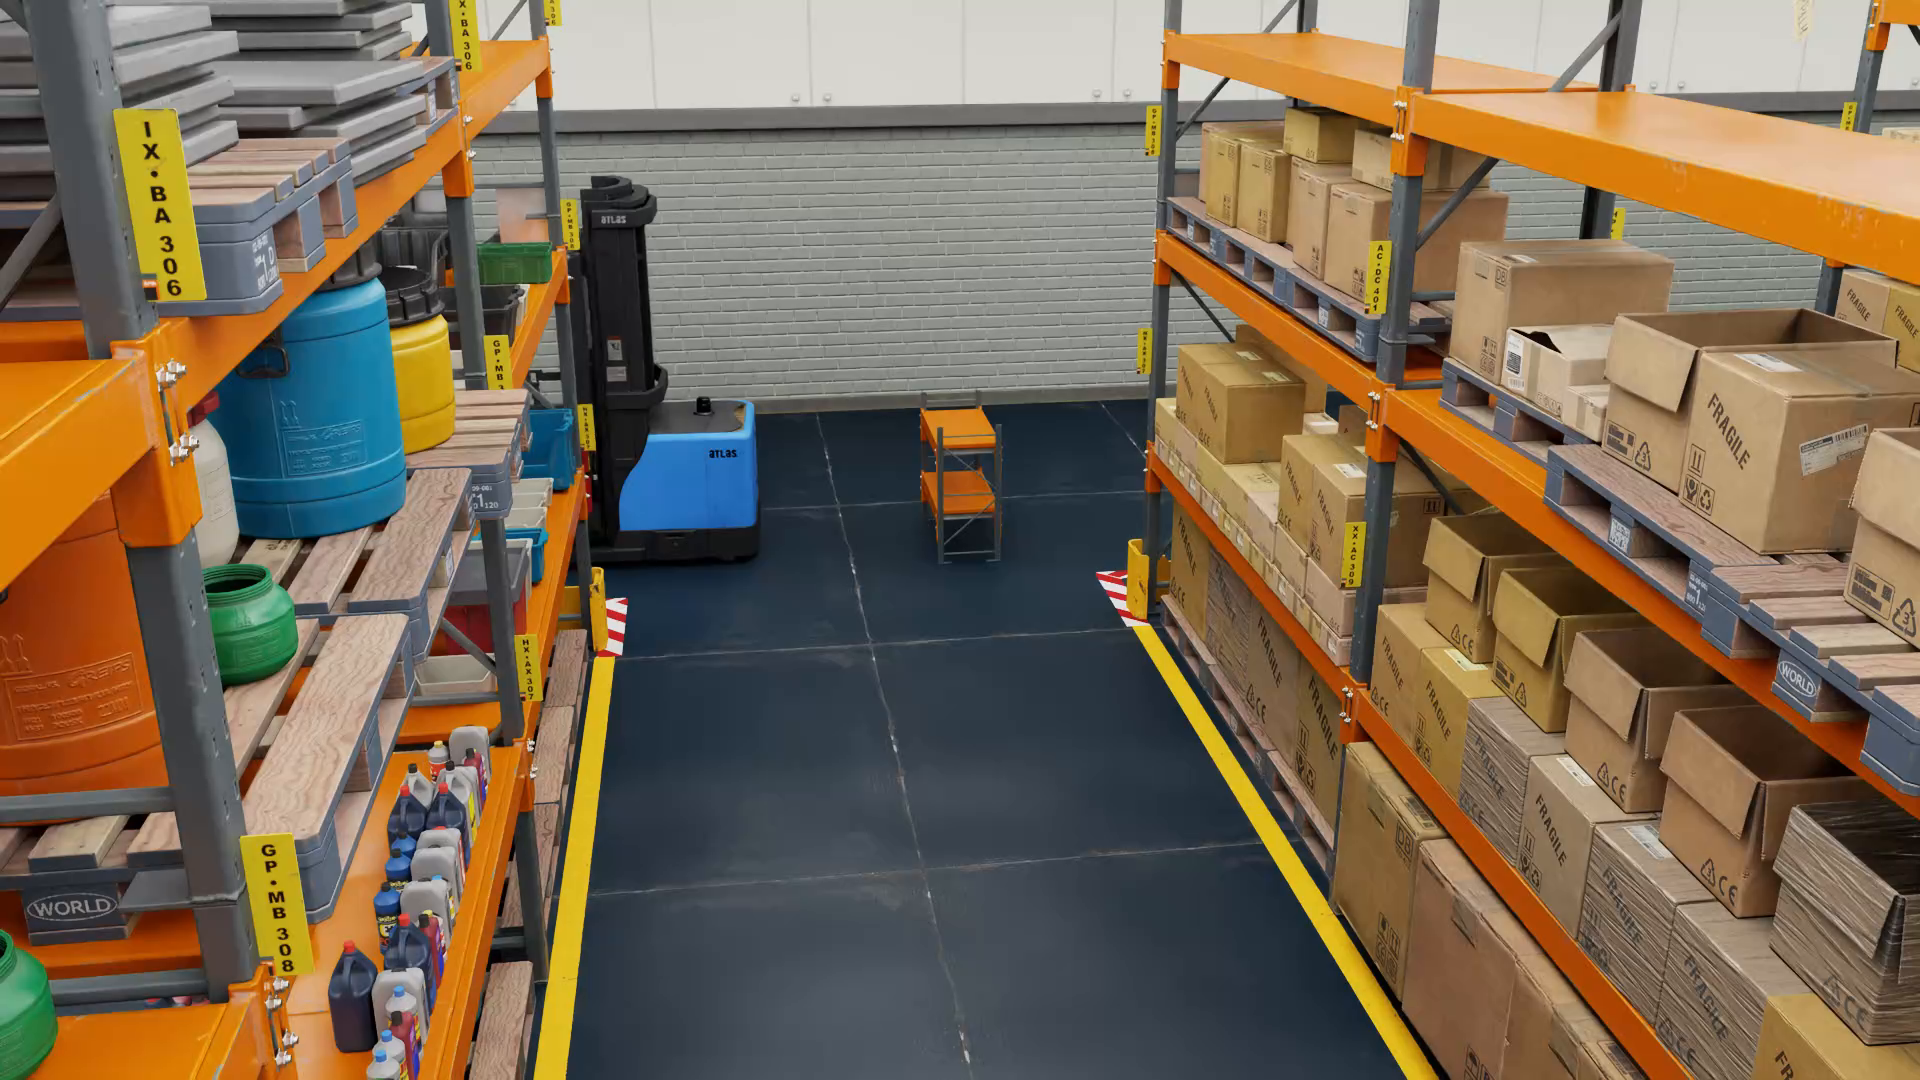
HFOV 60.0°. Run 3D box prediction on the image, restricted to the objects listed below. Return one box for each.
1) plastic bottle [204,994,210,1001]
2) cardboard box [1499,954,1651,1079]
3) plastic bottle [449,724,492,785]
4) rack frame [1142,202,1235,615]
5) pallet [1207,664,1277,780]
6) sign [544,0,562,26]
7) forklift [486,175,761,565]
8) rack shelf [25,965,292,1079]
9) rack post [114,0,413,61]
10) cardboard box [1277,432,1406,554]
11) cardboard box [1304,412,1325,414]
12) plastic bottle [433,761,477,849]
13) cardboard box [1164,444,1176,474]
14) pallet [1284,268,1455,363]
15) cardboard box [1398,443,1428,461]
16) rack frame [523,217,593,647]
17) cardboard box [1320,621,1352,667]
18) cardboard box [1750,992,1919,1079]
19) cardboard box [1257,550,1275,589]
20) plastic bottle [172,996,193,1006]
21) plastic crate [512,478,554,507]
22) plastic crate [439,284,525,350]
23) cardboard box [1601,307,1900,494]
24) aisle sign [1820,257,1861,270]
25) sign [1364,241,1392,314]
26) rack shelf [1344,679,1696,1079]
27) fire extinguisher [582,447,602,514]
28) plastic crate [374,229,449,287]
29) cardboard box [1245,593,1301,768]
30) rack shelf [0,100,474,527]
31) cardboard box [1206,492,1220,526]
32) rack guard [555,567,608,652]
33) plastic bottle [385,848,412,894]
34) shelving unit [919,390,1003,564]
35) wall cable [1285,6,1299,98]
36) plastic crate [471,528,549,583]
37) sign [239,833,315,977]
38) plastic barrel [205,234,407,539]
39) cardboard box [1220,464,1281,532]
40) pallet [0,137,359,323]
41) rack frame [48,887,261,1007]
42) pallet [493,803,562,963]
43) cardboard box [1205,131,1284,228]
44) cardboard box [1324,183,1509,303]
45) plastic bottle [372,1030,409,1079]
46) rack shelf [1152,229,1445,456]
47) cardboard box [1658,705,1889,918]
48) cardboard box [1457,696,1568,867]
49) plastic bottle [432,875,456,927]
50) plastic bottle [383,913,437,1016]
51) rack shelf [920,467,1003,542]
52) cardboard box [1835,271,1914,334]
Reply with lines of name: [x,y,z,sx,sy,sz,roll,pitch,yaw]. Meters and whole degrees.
plastic bottle: [-2.582,1.461,5.589,0.144,0.351,0.185,-3,21,-8]
cardboard box: [2.792,2.119,6.192,1.225,0.875,0.875,-3,21,-8]
plastic bottle: [-2.109,0.913,7.163,0.152,0.276,0.135,-3,21,-8]
rack frame: [1.839,-0.900,11.840,1.000,3.000,0.127,-3,21,-8]
pallet: [2.204,1.100,10.469,1.003,0.211,1.213,-3,21,-8]
sign: [-2.521,-3.343,10.267,0.100,0.325,0.005,-3,21,-8]
forklift: [-3.157,-1.320,13.060,3.031,2.935,1.130,-2,21,-5]
rack shelf: [-1.621,1.744,1.502,1.077,0.370,4.000,-3,21,-8]
rack post: [-2.396,-1.747,5.641,0.937,0.300,0.954,-3,21,-9]
cardboard box: [2.016,-0.255,8.830,0.500,0.500,0.500,-3,21,-7]
cardboard box: [2.171,-0.815,11.401,0.500,0.250,0.500,-3,21,-9]
plastic bottle: [-2.030,1.059,6.664,0.144,0.351,0.185,-3,21,-8]
cardboard box: [1.602,-0.554,11.273,0.380,0.149,0.250,-3,21,-9]
pallet: [2.308,-1.163,8.382,1.003,0.211,1.213,-3,21,-8]
cardboard box: [2.536,-0.286,8.911,0.500,0.500,0.500,-3,21,-8]
rack frame: [-3.063,-0.651,11.171,1.000,3.000,0.127,-3,21,-8]
cardboard box: [2.047,0.513,8.414,0.380,0.149,0.250,-3,21,-7]
cardboard box: [2.675,1.664,4.830,0.500,0.500,0.500,-2,21,-6]
cardboard box: [1.898,0.157,9.368,0.380,0.149,0.250,-3,21,-7]
plastic bottle: [-2.540,1.546,5.456,0.061,0.283,0.133,-3,21,-8]
plastic crate: [-2.766,-0.282,10.475,0.396,0.136,0.243,-3,21,-8]
plastic crate: [-2.394,-1.054,8.150,0.497,0.269,0.590,-3,21,-8]
cardboard box: [2.676,-0.487,5.698,0.797,0.503,0.637,-3,21,-8]
aisle sign: [6.454,-2.344,11.988,0.394,0.787,0.004,-3,21,-8]
sign: [1.866,-1.171,7.426,0.100,0.325,0.005,-3,21,-8]
rack shelf: [2.703,1.514,6.404,1.077,0.370,4.000,-3,21,-8]
fire extinguisher: [-2.635,-0.515,11.451,0.296,0.674,0.183,-3,21,-8]
plastic crate: [-3.114,-1.484,9.204,0.504,0.338,0.767,-3,21,-8]
cardboard box: [2.269,0.739,9.887,0.875,0.875,0.875,-3,21,-8]
rack shelf: [-2.198,-0.859,4.755,1.077,0.370,4.000,-3,21,-8]
cardboard box: [1.751,-0.198,10.319,0.380,0.149,0.250,-3,21,-8]
rack guard: [-3.079,0.513,11.629,1.175,0.500,0.348,-3,21,-8]
plastic bottle: [-2.085,1.275,6.199,0.097,0.271,0.097,0,20,0]
shelving unit: [-0.001,-0.529,13.526,0.538,1.125,1.048,-3,21,-8]
wall cable: [4.434,-7.349,15.935,2.277,5.999,0.120,-3,21,-8]
plastic crate: [-2.513,0.098,9.321,0.416,0.233,0.300,-3,21,-8]
sign: [-1.366,0.733,3.329,0.100,0.325,0.005,-3,21,-8]
plastic barrel: [-2.089,-0.519,5.215,0.600,0.901,0.708,-3,21,-8]
cardboard box: [1.871,-0.256,9.902,0.500,0.250,0.500,-3,21,-9]
pallet: [-1.983,-0.667,3.481,1.213,0.211,1.003,-3,21,-8]
rack frame: [-1.909,2.119,3.755,1.000,3.000,0.127,-3,21,-8]
pallet: [-2.630,1.788,8.627,1.003,0.211,1.213,-3,21,-8]
cardboard box: [1.928,-2.218,10.194,0.700,0.500,0.500,-4,21,-10]
cardboard box: [2.243,-1.479,8.216,0.700,0.500,0.500,-4,21,-11]
plastic bottle: [-1.775,1.652,5.190,0.097,0.271,0.097,0,20,0]
rack shelf: [2.127,-1.276,9.587,1.077,0.370,4.000,-3,21,-8]
cardboard box: [2.811,0.873,5.515,0.797,0.503,0.637,-2,21,-6]
cardboard box: [2.379,0.957,6.724,0.500,0.500,0.500,-3,21,-9]
plastic bottle: [-1.921,1.334,6.141,0.097,0.201,0.097,0,20,0]
plastic bottle: [-1.871,1.441,5.643,0.144,0.351,0.185,-3,21,-8]
rack shelf: [-0.001,-0.300,13.611,0.538,0.278,1.000,-3,21,-8]
cardboard box: [6.563,-1.601,11.719,0.500,0.500,0.500,-3,21,-8]
